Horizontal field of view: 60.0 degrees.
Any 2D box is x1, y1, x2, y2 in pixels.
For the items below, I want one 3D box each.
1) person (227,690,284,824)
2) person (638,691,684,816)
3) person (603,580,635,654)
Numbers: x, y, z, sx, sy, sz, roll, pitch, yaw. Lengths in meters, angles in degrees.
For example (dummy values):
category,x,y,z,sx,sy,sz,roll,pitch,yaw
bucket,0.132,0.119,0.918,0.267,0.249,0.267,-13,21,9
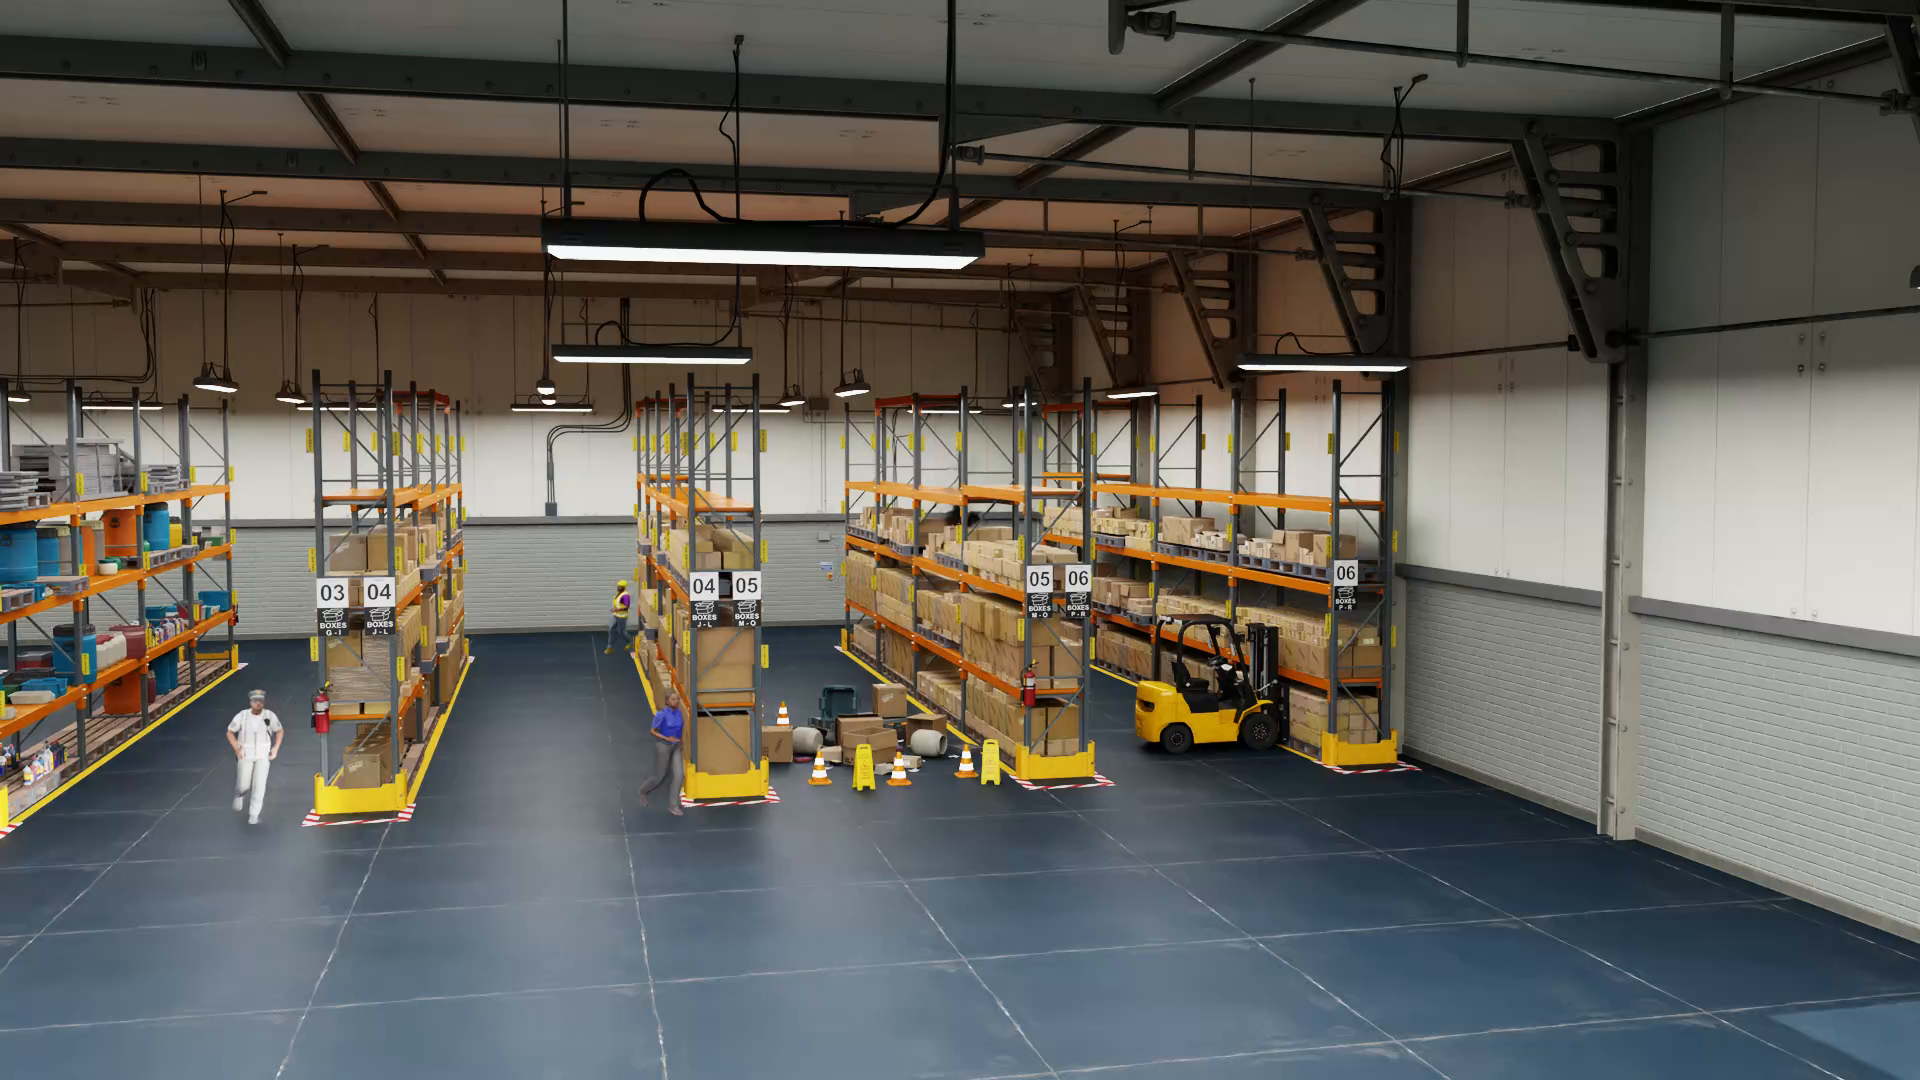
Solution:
category,x,y,z,sx,sy,sz,roll,pitch,yaw
person,-9.390,2.881,22.192,0.700,1.790,0.622,-2,4,-28
person,-3.982,2.877,22.629,0.839,1.650,0.598,3,4,41
person,-8.078,1.835,39.727,0.849,1.770,0.714,-3,4,-42
